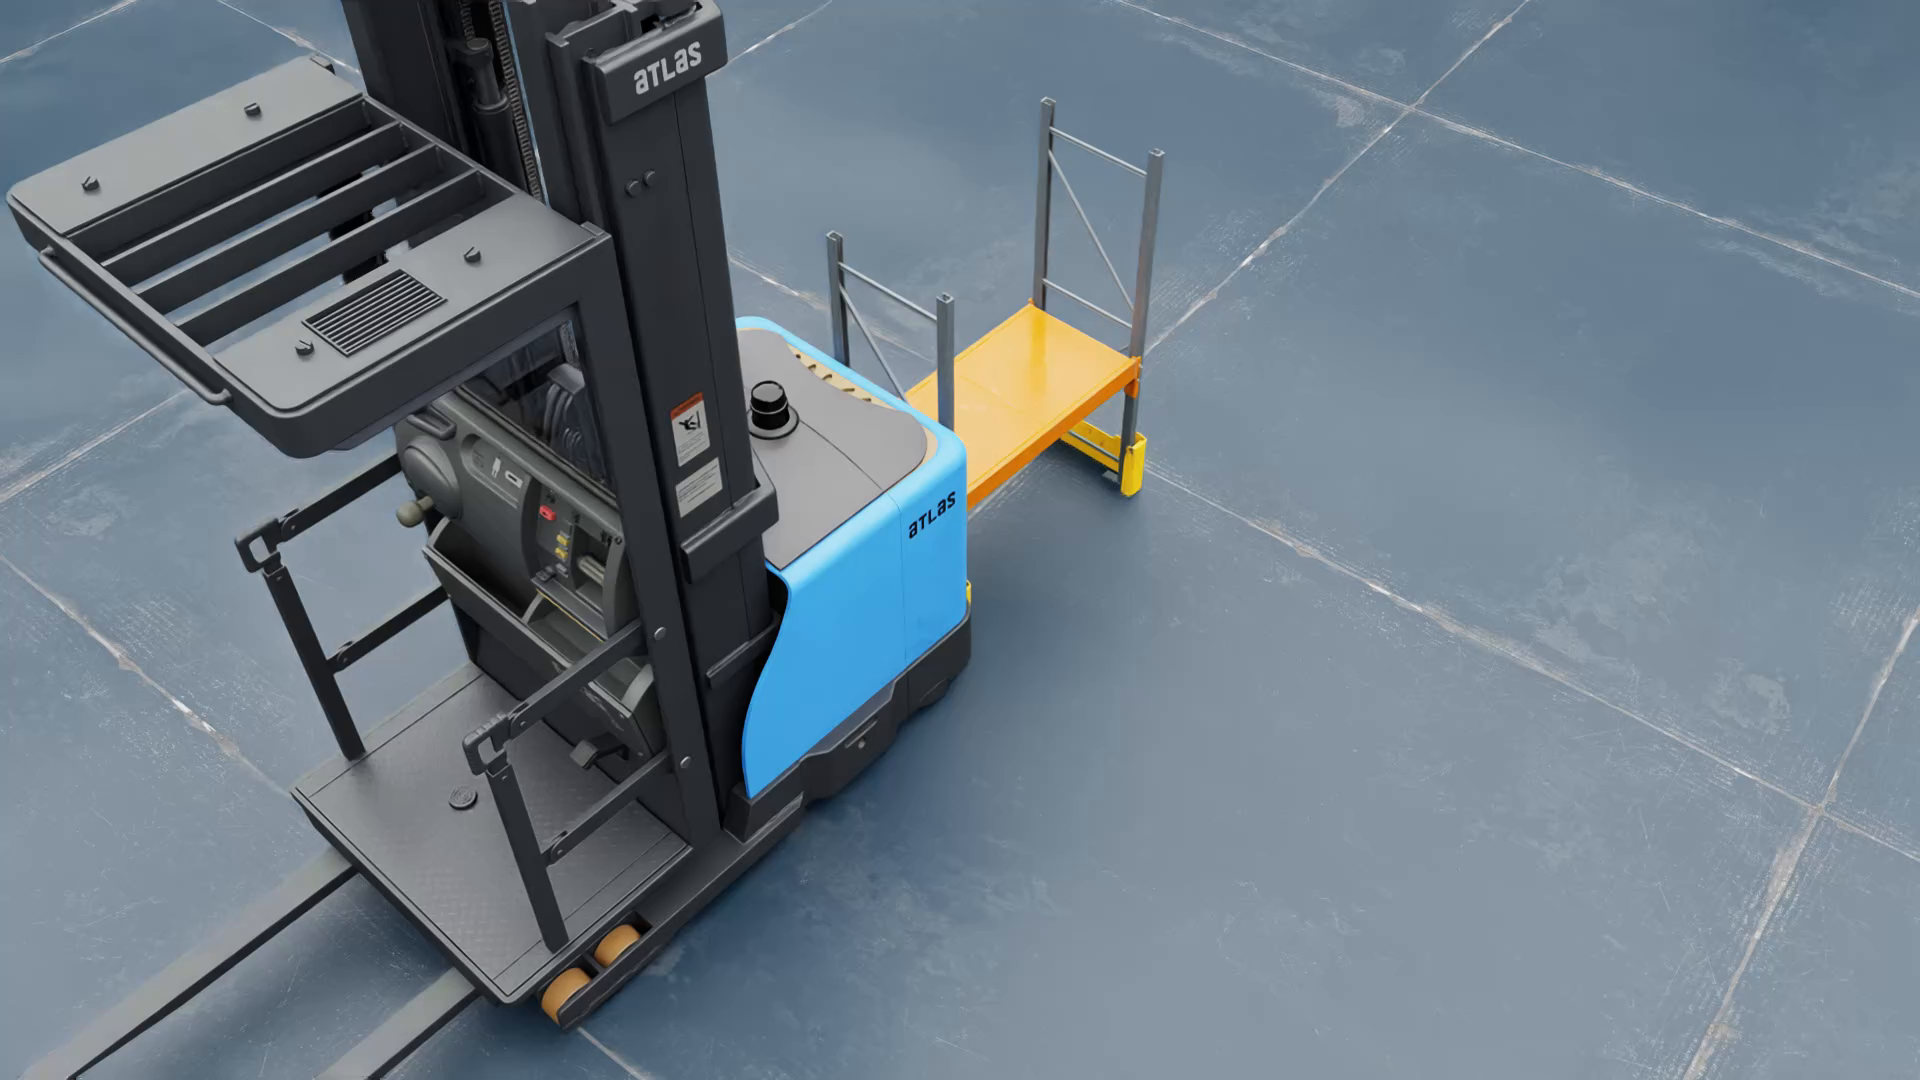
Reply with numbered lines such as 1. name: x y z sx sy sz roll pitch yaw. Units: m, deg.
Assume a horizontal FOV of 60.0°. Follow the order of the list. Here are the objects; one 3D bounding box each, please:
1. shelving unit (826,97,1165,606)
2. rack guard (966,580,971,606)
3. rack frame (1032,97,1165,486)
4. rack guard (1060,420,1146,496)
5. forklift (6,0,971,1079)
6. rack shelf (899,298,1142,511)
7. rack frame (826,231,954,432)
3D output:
1. shelving unit: 0.132 -0.577 5.764 0.587 1.500 1.083 33 55 27
2. rack guard: -0.200 0.122 5.960 0.587 0.250 0.087 33 55 27
3. rack frame: 0.465 -0.846 6.021 0.500 1.500 0.032 33 55 27
4. rack guard: 0.464 -0.414 6.473 0.587 0.250 0.087 33 55 27
5. forklift: -1.321 -0.011 4.233 1.130 2.935 3.031 33 55 27
6. rack shelf: 0.126 -0.448 5.890 0.538 0.185 1.000 33 55 27
7. rack frame: -0.213 -0.299 5.498 0.500 1.500 0.032 33 55 27
